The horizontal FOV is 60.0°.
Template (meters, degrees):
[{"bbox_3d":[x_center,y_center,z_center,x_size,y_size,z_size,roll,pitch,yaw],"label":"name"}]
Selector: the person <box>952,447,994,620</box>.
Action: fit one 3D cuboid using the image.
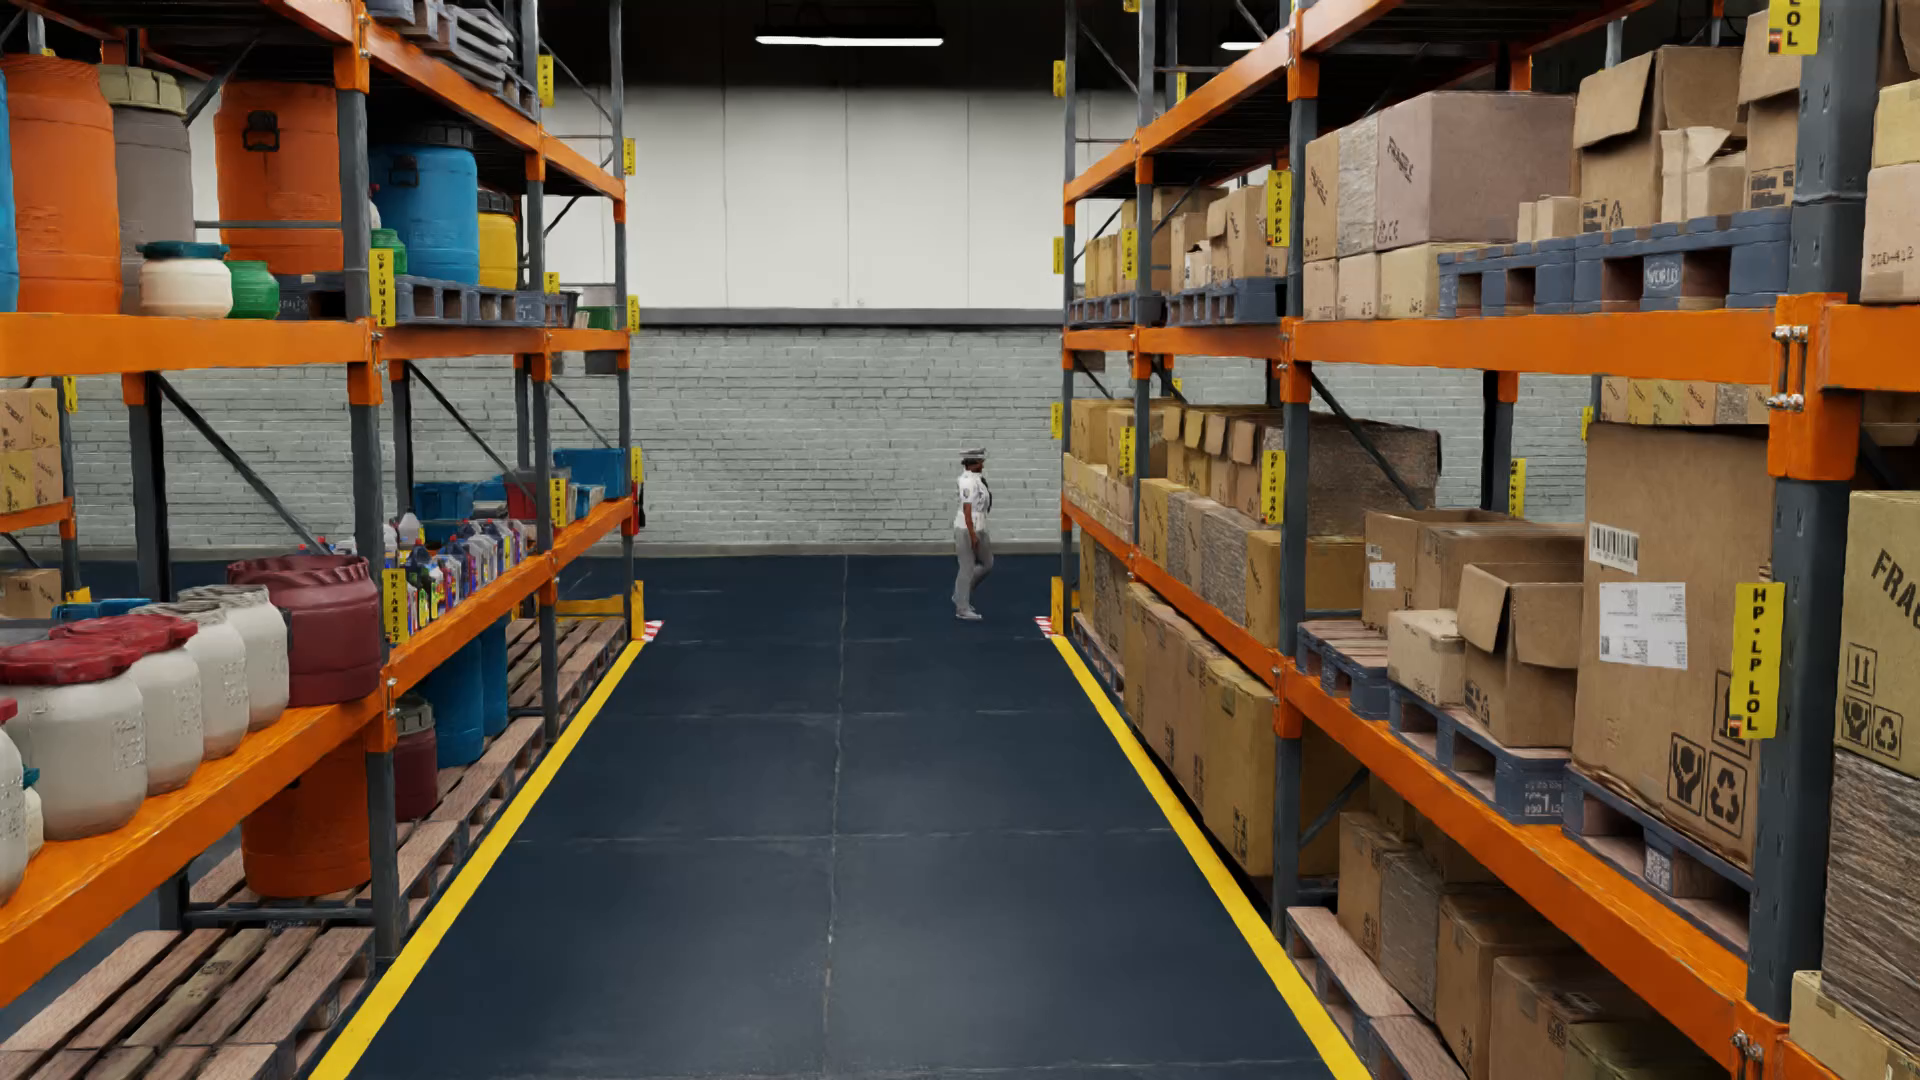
[{"bbox_3d":[0.091,-0.074,16.234,0.388,1.658,0.508,2,7,15],"label":"person"}]
